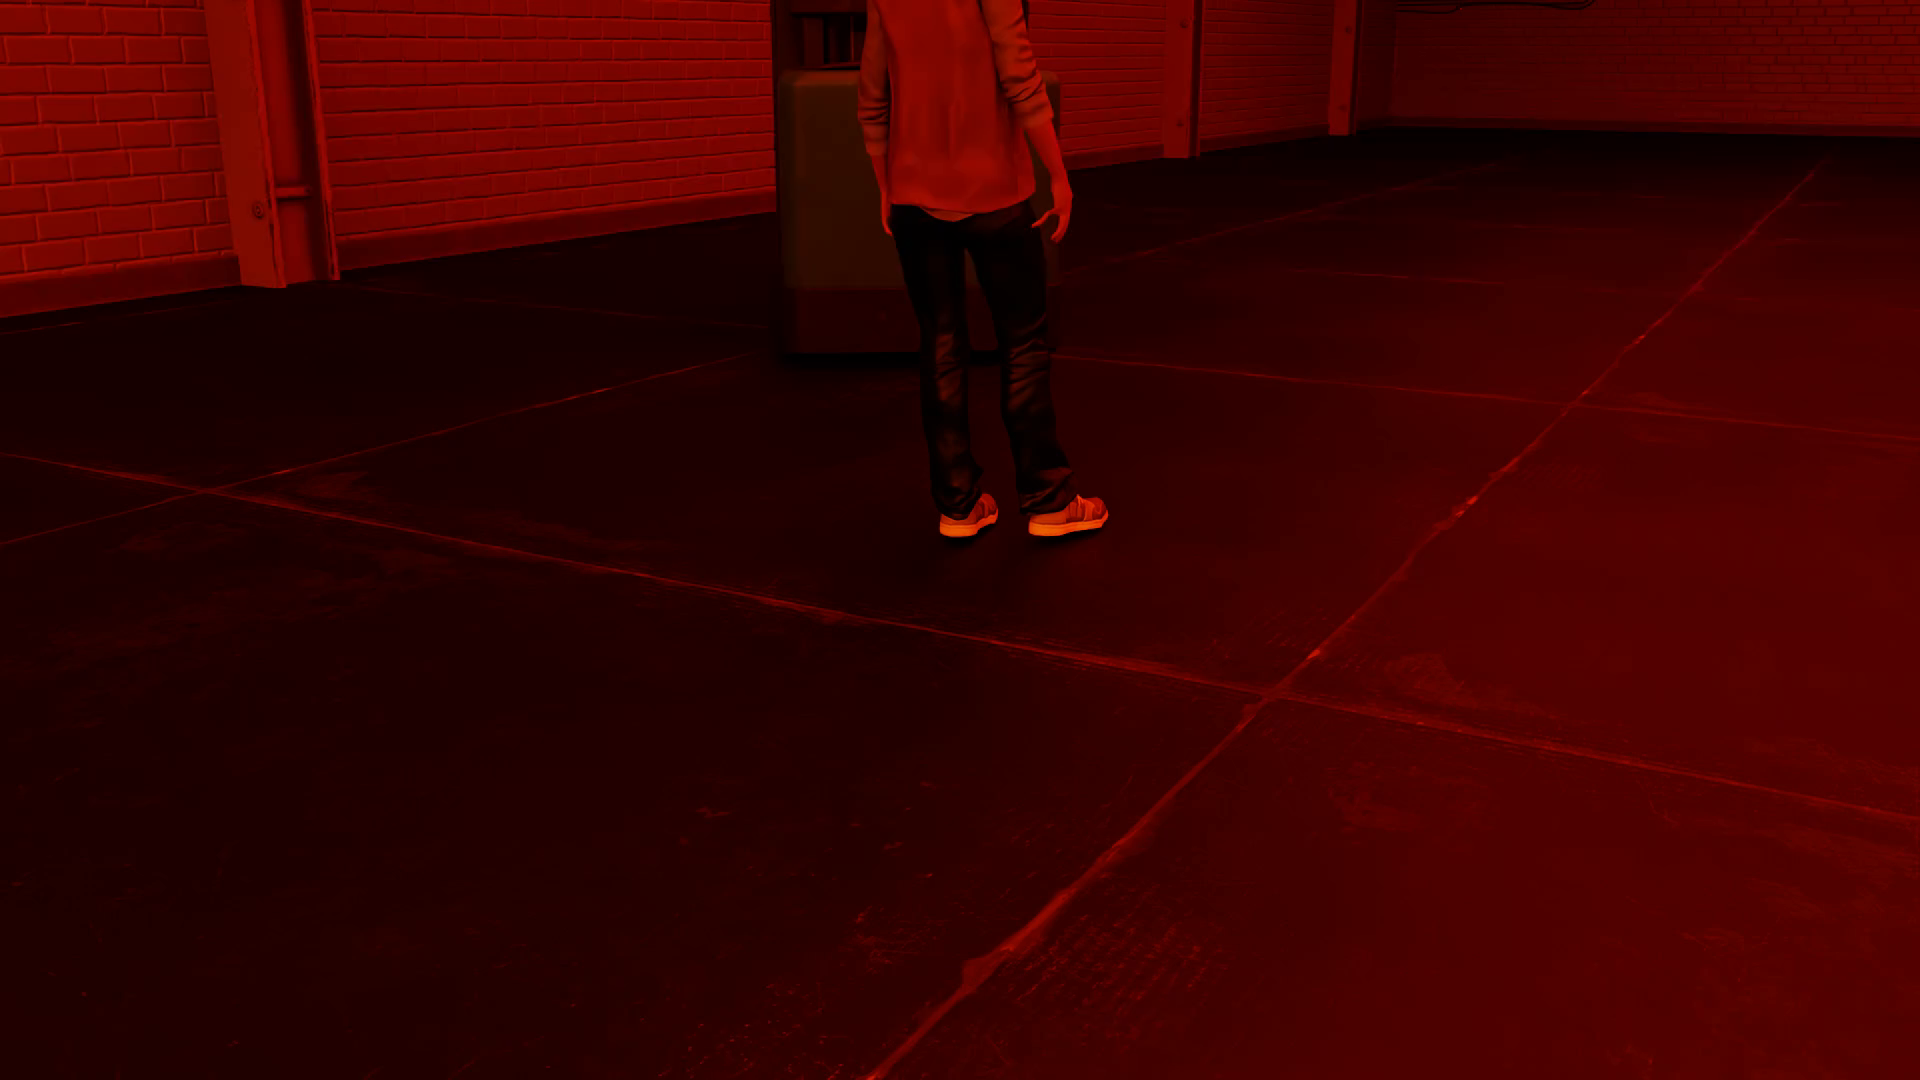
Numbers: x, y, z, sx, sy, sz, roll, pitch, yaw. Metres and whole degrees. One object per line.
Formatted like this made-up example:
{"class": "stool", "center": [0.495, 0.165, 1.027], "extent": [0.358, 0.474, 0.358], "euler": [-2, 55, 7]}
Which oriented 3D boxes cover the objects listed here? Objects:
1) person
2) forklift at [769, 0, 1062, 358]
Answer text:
{"class": "person", "center": [0.048, -0.789, 3.868], "extent": [0.520, 1.596, 0.476], "euler": [9, 19, 28]}
{"class": "forklift", "center": [-0.278, -2.457, 7.197], "extent": [1.130, 2.935, 3.031], "euler": [-2, 16, -5]}
